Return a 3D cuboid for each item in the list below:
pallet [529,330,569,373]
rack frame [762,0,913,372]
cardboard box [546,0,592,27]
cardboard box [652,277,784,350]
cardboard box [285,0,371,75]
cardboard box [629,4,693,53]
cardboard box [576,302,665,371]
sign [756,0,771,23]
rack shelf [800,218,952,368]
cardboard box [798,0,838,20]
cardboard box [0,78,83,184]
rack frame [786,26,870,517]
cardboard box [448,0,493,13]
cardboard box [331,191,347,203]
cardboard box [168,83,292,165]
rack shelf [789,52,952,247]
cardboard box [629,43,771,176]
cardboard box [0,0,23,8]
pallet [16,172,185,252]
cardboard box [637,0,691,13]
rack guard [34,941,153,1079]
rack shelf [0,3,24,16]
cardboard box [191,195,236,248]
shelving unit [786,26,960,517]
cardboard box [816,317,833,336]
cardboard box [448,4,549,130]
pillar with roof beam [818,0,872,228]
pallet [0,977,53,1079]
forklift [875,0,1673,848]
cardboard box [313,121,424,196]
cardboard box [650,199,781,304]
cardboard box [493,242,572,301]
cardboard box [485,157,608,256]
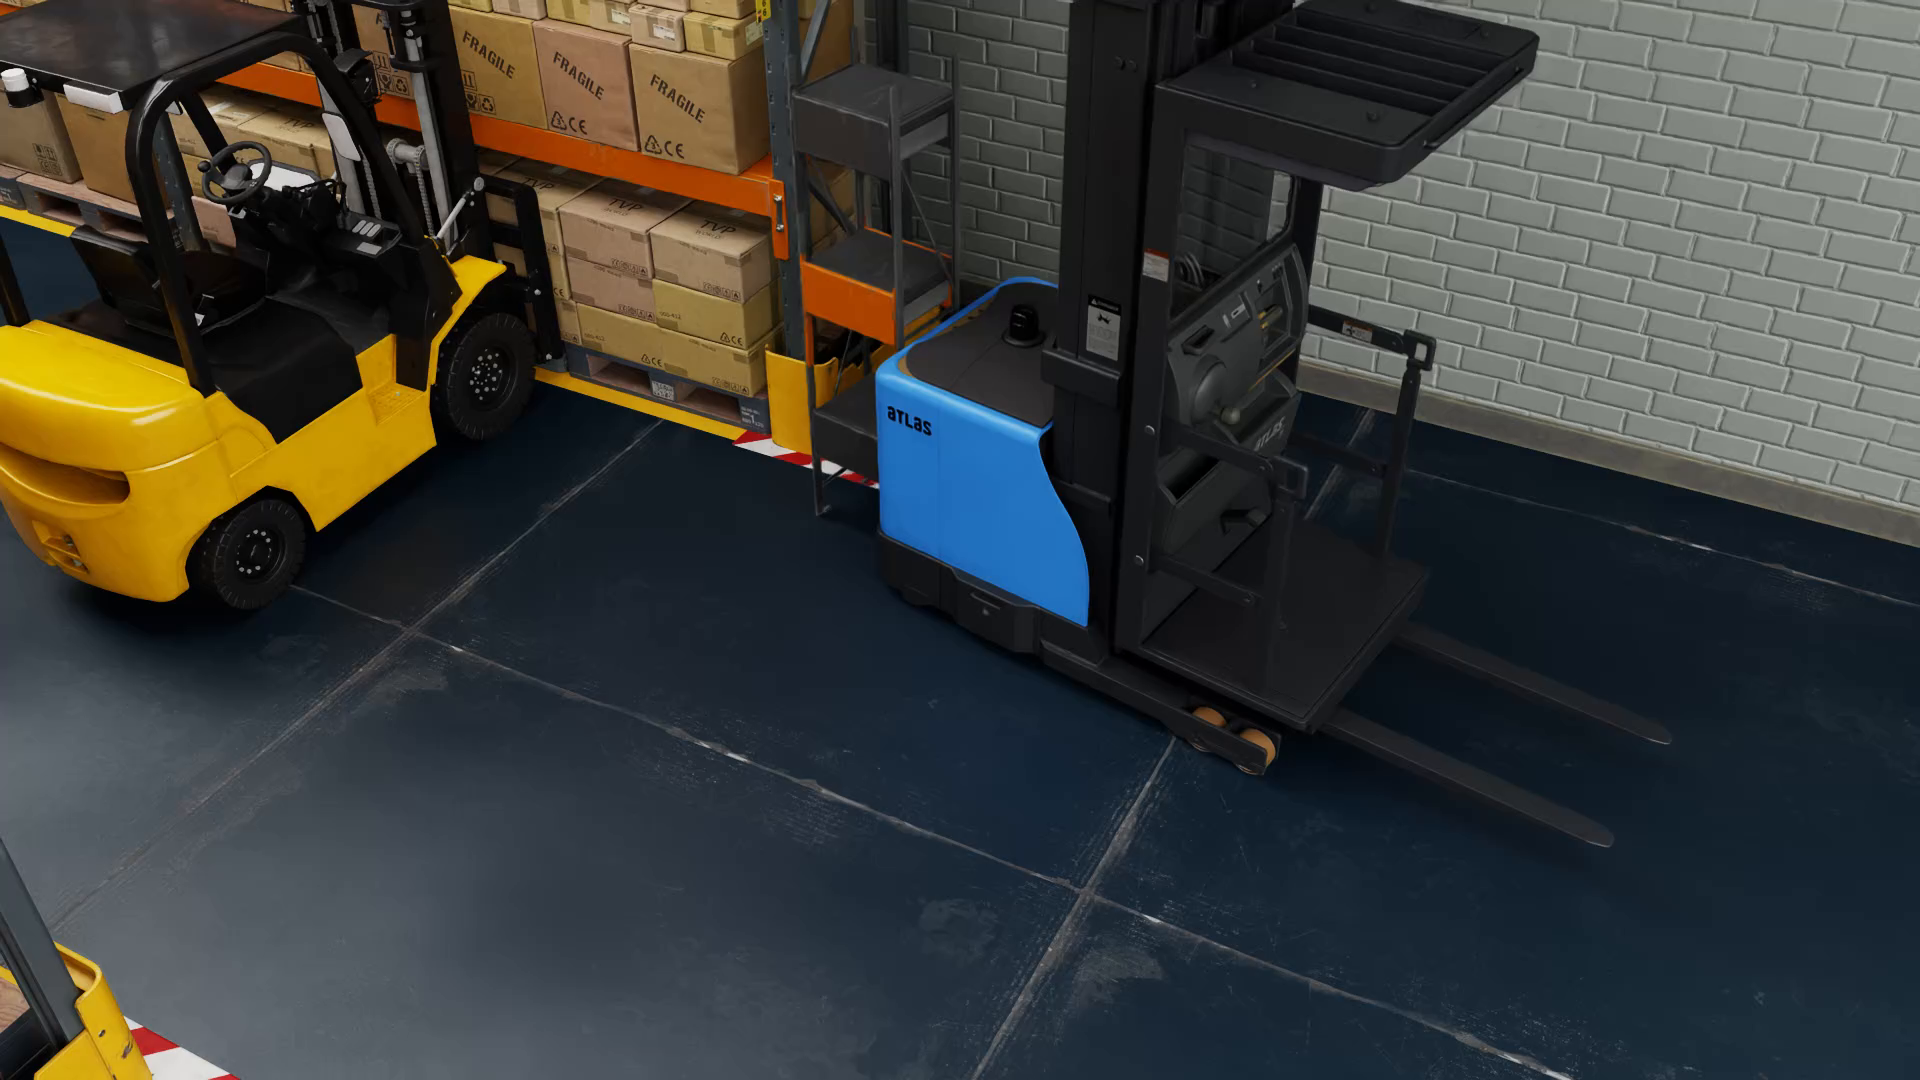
[{"bbox_3d":[-2.292,-1.349,8.853,1.213,0.211,1.003,17,41,21],"label":"pallet"},{"bbox_3d":[-0.514,-1.930,7.311,0.127,3.000,1.000,17,41,21],"label":"rack frame"},{"bbox_3d":[-1.609,-2.409,7.323,0.250,0.149,0.380,17,40,21],"label":"cardboard box"},{"bbox_3d":[-1.090,-1.168,7.822,0.500,0.250,0.500,17,40,21],"label":"cardboard box"},{"bbox_3d":[-2.872,-2.542,8.035,0.500,0.500,0.500,17,40,21],"label":"cardboard box"},{"bbox_3d":[-1.191,-2.229,7.086,0.250,0.149,0.380,18,41,22],"label":"cardboard box"},{"bbox_3d":[-1.514,-1.106,8.153,0.500,0.250,0.500,17,41,21],"label":"cardboard box"},{"bbox_3d":[-0.776,-2.198,6.511,0.005,0.325,0.100,17,41,21],"label":"sign"},{"bbox_3d":[-0.321,-0.938,6.771,0.480,0.518,0.431,24,43,28],"label":"rack shelf"},{"bbox_3d":[-0.696,-2.461,7.393,0.250,0.149,0.380,16,40,20],"label":"cardboard box"},{"bbox_3d":[-5.220,-2.622,9.840,0.625,0.625,0.875,17,40,21],"label":"cardboard box"},{"bbox_3d":[-0.517,-1.037,6.879,0.015,2.100,0.400,24,43,28],"label":"rack frame"},{"bbox_3d":[-2.101,-2.517,7.466,0.250,0.149,0.380,18,41,22],"label":"cardboard box"},{"bbox_3d":[-2.889,-1.728,8.559,0.500,0.250,0.500,17,40,21],"label":"cardboard box"},{"bbox_3d":[-3.781,-2.209,8.779,0.500,0.250,0.500,17,40,21],"label":"cardboard box"},{"bbox_3d":[-0.321,-1.495,6.348,0.480,0.518,0.431,24,43,28],"label":"rack shelf"},{"bbox_3d":[-1.072,-1.965,7.276,0.500,0.500,0.500,16,40,21],"label":"cardboard box"},{"bbox_3d":[-5.083,-3.119,9.002,0.500,0.250,0.500,17,40,21],"label":"cardboard box"},{"bbox_3d":[-4.738,-2.115,9.862,1.213,0.211,1.003,17,41,21],"label":"pallet"},{"bbox_3d":[-1.162,-2.385,7.045,0.250,0.149,0.380,17,41,22],"label":"cardboard box"},{"bbox_3d":[-2.861,1.711,4.583,0.348,0.500,1.175,17,41,21],"label":"rack guard"},{"bbox_3d":[-5.842,-3.311,9.727,4.000,0.370,1.077,17,41,21],"label":"rack shelf"},{"bbox_3d":[-3.789,-1.802,9.069,0.500,0.250,0.500,18,41,22],"label":"cardboard box"},{"bbox_3d":[-0.321,-0.949,6.763,0.503,2.100,0.431,24,43,28],"label":"shelving unit"},{"bbox_3d":[-0.860,-1.243,8.334,0.500,0.250,0.500,18,41,22],"label":"cardboard box"},{"bbox_3d":[-1.983,-2.257,7.660,0.500,0.500,0.500,17,40,21],"label":"cardboard box"},{"bbox_3d":[-2.698,-2.685,3.345,0.400,9.000,9.100,17,41,21],"label":"pillar with roof beam"},{"bbox_3d":[-3.566,1.581,4.993,1.213,0.211,1.003,17,41,21],"label":"pallet"},{"bbox_3d":[1.144,-0.674,5.713,3.031,2.935,1.130,24,43,28],"label":"forklift"},{"bbox_3d":[-2.884,-1.929,8.411,0.500,0.250,0.500,19,41,23],"label":"cardboard box"},{"bbox_3d":[-1.066,-1.361,7.661,0.500,0.250,0.500,19,41,23],"label":"cardboard box"},{"bbox_3d":[-1.999,-1.446,8.187,0.500,0.250,0.500,16,40,20],"label":"cardboard box"},{"bbox_3d":[-1.975,-1.634,8.022,0.500,0.250,0.500,18,41,22],"label":"cardboard box"}]
